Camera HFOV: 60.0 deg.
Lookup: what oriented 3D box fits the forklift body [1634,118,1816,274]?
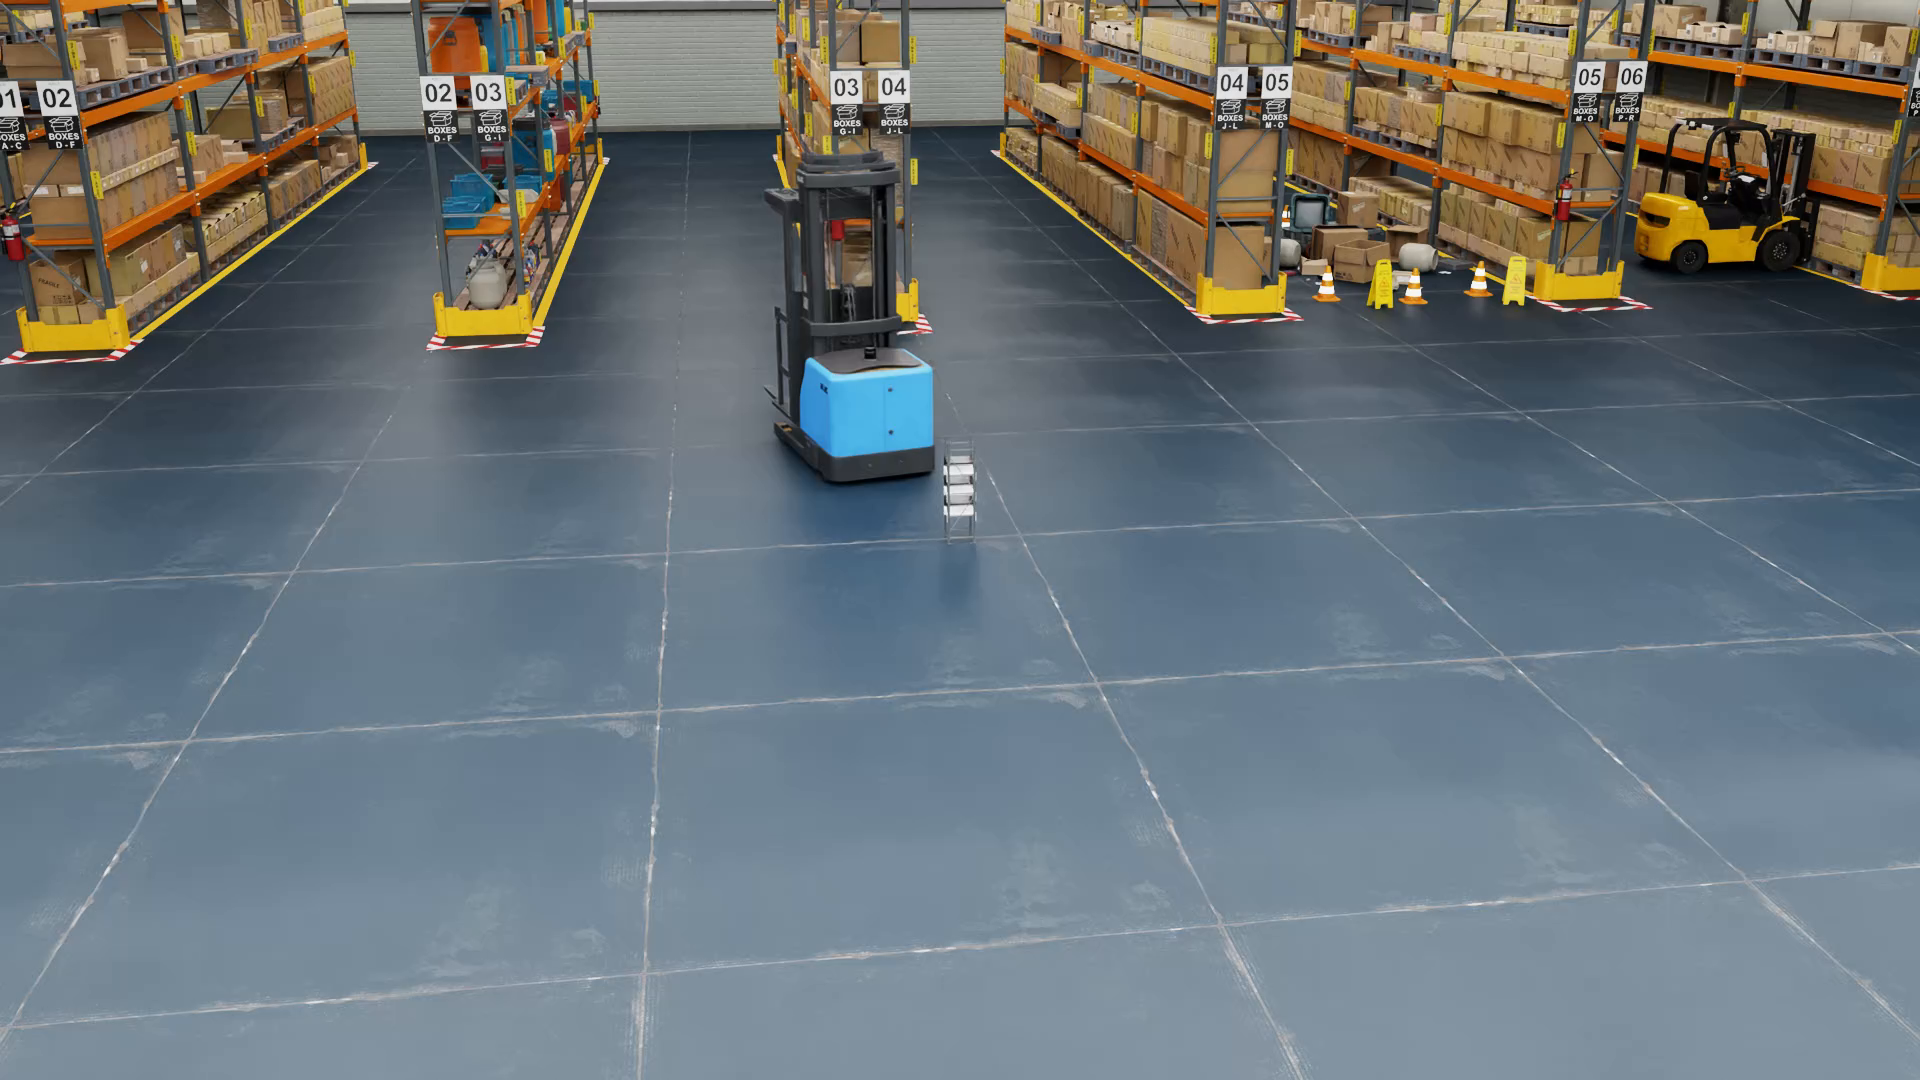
[{"bbox_3d":[11.505,-5.219,25.116,2.313,2.155,1.214,-3,21,-8],"label":"forklift body"}]

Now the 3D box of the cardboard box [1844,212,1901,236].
[{"bbox_3d":[13.208,-4.573,24.073,0.500,0.250,0.500,-2,21,-6],"label":"cardboard box"}]

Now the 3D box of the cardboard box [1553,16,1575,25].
[{"bbox_3d":[11.750,-10.083,32.256,0.380,0.149,0.250,-2,21,-7],"label":"cardboard box"}]

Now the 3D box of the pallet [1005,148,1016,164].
[{"bbox_3d":[1.575,-8.440,36.511,1.003,0.211,1.213,-3,21,-8],"label":"pallet"}]

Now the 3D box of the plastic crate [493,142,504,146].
[{"bbox_3d":[-7.259,-6.276,26.640,0.402,0.464,0.583,-3,21,-8],"label":"plastic crate"}]

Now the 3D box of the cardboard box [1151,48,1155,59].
[{"bbox_3d":[3.002,-7.113,24.301,0.380,0.149,0.250,-3,21,-8],"label":"cardboard box"}]

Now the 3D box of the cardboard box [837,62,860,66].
[{"bbox_3d":[-1.525,-6.266,22.062,0.380,0.149,0.250,-3,21,-7],"label":"cardboard box"}]

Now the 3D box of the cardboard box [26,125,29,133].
[{"bbox_3d":[-17.240,-7.495,30.326,0.380,0.149,0.250,-3,21,-7],"label":"cardboard box"}]

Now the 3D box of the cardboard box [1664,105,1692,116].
[{"bbox_3d":[12.409,-7.424,28.735,0.380,0.149,0.250,-3,21,-9],"label":"cardboard box"}]

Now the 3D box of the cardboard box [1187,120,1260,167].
[{"bbox_3d":[3.603,-5.408,22.651,0.875,0.550,0.550,-3,21,-8],"label":"cardboard box"}]

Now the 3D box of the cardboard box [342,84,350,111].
[{"bbox_3d":[-12.832,-9.068,34.065,0.500,0.500,0.500,-3,21,-7],"label":"cardboard box"}]

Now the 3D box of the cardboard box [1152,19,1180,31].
[{"bbox_3d":[3.002,-7.486,24.162,0.380,0.149,0.250,-3,21,-8],"label":"cardboard box"}]

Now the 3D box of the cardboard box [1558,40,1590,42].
[{"bbox_3d":[8.746,-7.037,23.703,0.380,0.149,0.250,-2,21,-6],"label":"cardboard box"}]

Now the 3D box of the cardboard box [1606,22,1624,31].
[{"bbox_3d":[12.141,-9.454,30.599,0.380,0.149,0.250,-2,21,-7],"label":"cardboard box"}]

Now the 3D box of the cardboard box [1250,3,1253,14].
[{"bbox_3d":[6.532,-11.426,35.619,0.500,0.311,0.500,-3,21,-7],"label":"cardboard box"}]

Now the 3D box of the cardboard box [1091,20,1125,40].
[{"bbox_3d":[2.522,-8.631,28.135,0.500,0.311,0.500,-3,21,-8],"label":"cardboard box"}]

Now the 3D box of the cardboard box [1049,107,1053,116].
[{"bbox_3d":[1.887,-8.051,31.243,0.380,0.149,0.250,-4,21,-10],"label":"cardboard box"}]

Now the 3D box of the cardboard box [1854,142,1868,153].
[{"bbox_3d":[13.213,-5.689,24.090,0.380,0.149,0.250,-3,21,-7],"label":"cardboard box"}]

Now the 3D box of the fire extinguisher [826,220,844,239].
[{"bbox_3d":[-1.574,-4.201,21.289,0.296,0.674,0.183,-3,21,-8],"label":"fire extinguisher"}]

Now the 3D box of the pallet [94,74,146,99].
[{"bbox_3d":[-11.193,-5.835,21.392,1.003,0.211,1.213,-3,21,-8],"label":"pallet"}]

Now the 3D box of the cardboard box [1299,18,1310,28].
[{"bbox_3d":[6.778,-9.992,32.128,0.380,0.166,0.250,-4,21,-11],"label":"cardboard box"}]

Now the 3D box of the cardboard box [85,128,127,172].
[{"bbox_3d":[-11.155,-4.994,21.302,0.700,0.500,0.500,-3,21,-8],"label":"cardboard box"}]

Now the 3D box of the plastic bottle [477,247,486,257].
[{"bbox_3d":[-6.879,-4.035,23.890,0.144,0.351,0.185,-4,21,-10],"label":"plastic bottle"}]

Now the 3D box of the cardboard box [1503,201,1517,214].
[{"bbox_3d":[8.146,-4.839,24.217,0.380,0.149,0.250,-3,21,-7],"label":"cardboard box"}]

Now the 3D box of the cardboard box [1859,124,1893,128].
[{"bbox_3d":[13.666,-6.124,24.832,0.380,0.149,0.250,-3,21,-9],"label":"cardboard box"}]

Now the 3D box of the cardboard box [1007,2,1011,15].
[{"bbox_3d":[1.290,-11.456,35.814,0.500,0.250,0.500,-3,21,-7],"label":"cardboard box"}]

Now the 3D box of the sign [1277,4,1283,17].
[{"bbox_3d":[6.393,-10.611,33.200,0.100,0.325,0.005,-3,21,-8],"label":"sign"}]

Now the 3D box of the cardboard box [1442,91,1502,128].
[{"bbox_3d":[7.944,-6.677,25.808,0.700,0.500,0.500,-3,21,-8],"label":"cardboard box"}]

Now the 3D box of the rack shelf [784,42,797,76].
[{"bbox_3d":[-2.576,-8.831,30.315,1.077,0.370,4.000,-3,21,-8],"label":"rack shelf"}]

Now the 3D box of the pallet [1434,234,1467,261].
[{"bbox_3d":[8.227,-4.648,26.360,1.003,0.211,1.213,-3,21,-8],"label":"pallet"}]

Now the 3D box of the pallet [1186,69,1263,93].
[{"bbox_3d":[3.671,-6.136,22.197,1.003,0.211,1.213,-3,21,-8],"label":"pallet"}]

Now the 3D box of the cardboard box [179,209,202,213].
[{"bbox_3d":[-12.076,-5.011,25.874,0.500,0.311,0.500,-3,21,-8],"label":"cardboard box"}]

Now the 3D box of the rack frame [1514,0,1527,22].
[{"bbox_3d":[11.854,-12.017,33.530,1.000,3.000,0.127,-3,21,-8],"label":"rack frame"}]

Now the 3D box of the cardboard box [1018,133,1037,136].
[{"bbox_3d":[1.438,-8.636,35.674,0.380,0.149,0.250,-2,21,-6],"label":"cardboard box"}]

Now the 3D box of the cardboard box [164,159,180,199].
[{"bbox_3d":[-11.444,-5.081,23.389,0.700,0.500,0.500,-3,21,-9],"label":"cardboard box"}]

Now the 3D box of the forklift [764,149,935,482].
[{"bbox_3d":[-1.255,-2.392,16.433,1.130,2.935,3.031,-8,22,-20],"label":"forklift"}]

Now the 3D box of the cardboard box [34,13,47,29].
[{"bbox_3d":[-17.467,-9.714,31.122,0.500,0.250,0.500,-3,21,-9],"label":"cardboard box"}]

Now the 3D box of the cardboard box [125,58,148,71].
[{"bbox_3d":[-11.070,-6.333,22.157,0.380,0.149,0.250,-3,21,-8],"label":"cardboard box"}]

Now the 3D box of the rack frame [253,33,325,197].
[{"bbox_3d":[-12.668,-7.957,31.233,1.000,3.000,0.127,-3,21,-8],"label":"rack frame"}]

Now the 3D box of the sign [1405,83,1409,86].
[{"bbox_3d":[8.055,-8.106,30.091,0.100,0.325,0.005,-3,21,-8],"label":"sign"}]

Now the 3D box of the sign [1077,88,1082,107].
[{"bbox_3d":[2.100,-7.760,29.165,0.100,0.325,0.005,-3,21,-8],"label":"sign"}]

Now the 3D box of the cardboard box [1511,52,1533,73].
[{"bbox_3d":[8.181,-6.792,23.616,0.500,0.250,0.500,-2,21,-6],"label":"cardboard box"}]

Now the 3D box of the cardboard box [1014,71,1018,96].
[{"bbox_3d":[1.434,-9.718,35.380,0.500,0.500,0.500,-3,21,-7],"label":"cardboard box"}]

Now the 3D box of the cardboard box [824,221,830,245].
[{"bbox_3d":[-1.778,-4.934,26.084,0.700,0.500,0.500,-5,21,-12],"label":"cardboard box"}]

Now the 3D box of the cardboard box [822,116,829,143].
[{"bbox_3d":[-1.606,-5.479,22.602,0.500,0.500,0.500,-3,21,-8],"label":"cardboard box"}]

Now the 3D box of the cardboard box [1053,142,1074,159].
[{"bbox_3d":[2.052,-7.417,31.689,0.500,0.250,0.500,-2,21,-6],"label":"cardboard box"}]

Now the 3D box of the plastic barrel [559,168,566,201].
[{"bbox_3d":[-7.439,-6.447,30.037,0.600,0.588,0.708,-3,21,-8],"label":"plastic barrel"}]

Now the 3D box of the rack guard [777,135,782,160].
[{"bbox_3d":[-3.444,-8.678,36.735,1.175,0.500,0.348,-3,21,-8],"label":"rack guard"}]

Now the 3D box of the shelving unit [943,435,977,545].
[{"bbox_3d":[-0.001,-0.424,14.066,0.258,0.900,0.210,-3,21,-8],"label":"shelving unit"}]

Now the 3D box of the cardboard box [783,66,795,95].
[{"bbox_3d":[-3.263,-9.195,33.266,0.500,0.500,0.500,-3,21,-7],"label":"cardboard box"}]

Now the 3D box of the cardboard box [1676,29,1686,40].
[{"bbox_3d":[12.437,-8.600,28.285,0.380,0.149,0.250,-3,21,-8],"label":"cardboard box"}]

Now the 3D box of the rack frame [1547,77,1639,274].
[{"bbox_3d":[8.672,-4.800,22.782,1.000,3.000,0.127,-3,21,-8],"label":"rack frame"}]

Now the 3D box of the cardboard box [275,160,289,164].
[{"bbox_3d":[-12.839,-6.812,31.112,0.500,0.500,0.500,-4,21,-10],"label":"cardboard box"}]

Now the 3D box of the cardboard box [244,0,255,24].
[{"bbox_3d":[-12.295,-8.997,28.159,0.500,0.500,0.500,-3,21,-8],"label":"cardboard box"}]

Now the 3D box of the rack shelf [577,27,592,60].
[{"bbox_3d":[-8.054,-9.966,33.354,1.077,0.370,4.000,-3,21,-8],"label":"rack shelf"}]

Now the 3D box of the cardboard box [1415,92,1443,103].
[{"bbox_3d":[7.693,-7.259,27.268,0.380,0.149,0.250,-4,21,-9],"label":"cardboard box"}]

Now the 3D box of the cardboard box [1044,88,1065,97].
[{"bbox_3d":[1.812,-8.508,31.618,0.380,0.149,0.250,-3,21,-8],"label":"cardboard box"}]

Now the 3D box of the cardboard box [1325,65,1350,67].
[{"bbox_3d":[7.391,-8.973,32.382,0.500,0.500,0.500,-2,21,-6],"label":"cardboard box"}]
